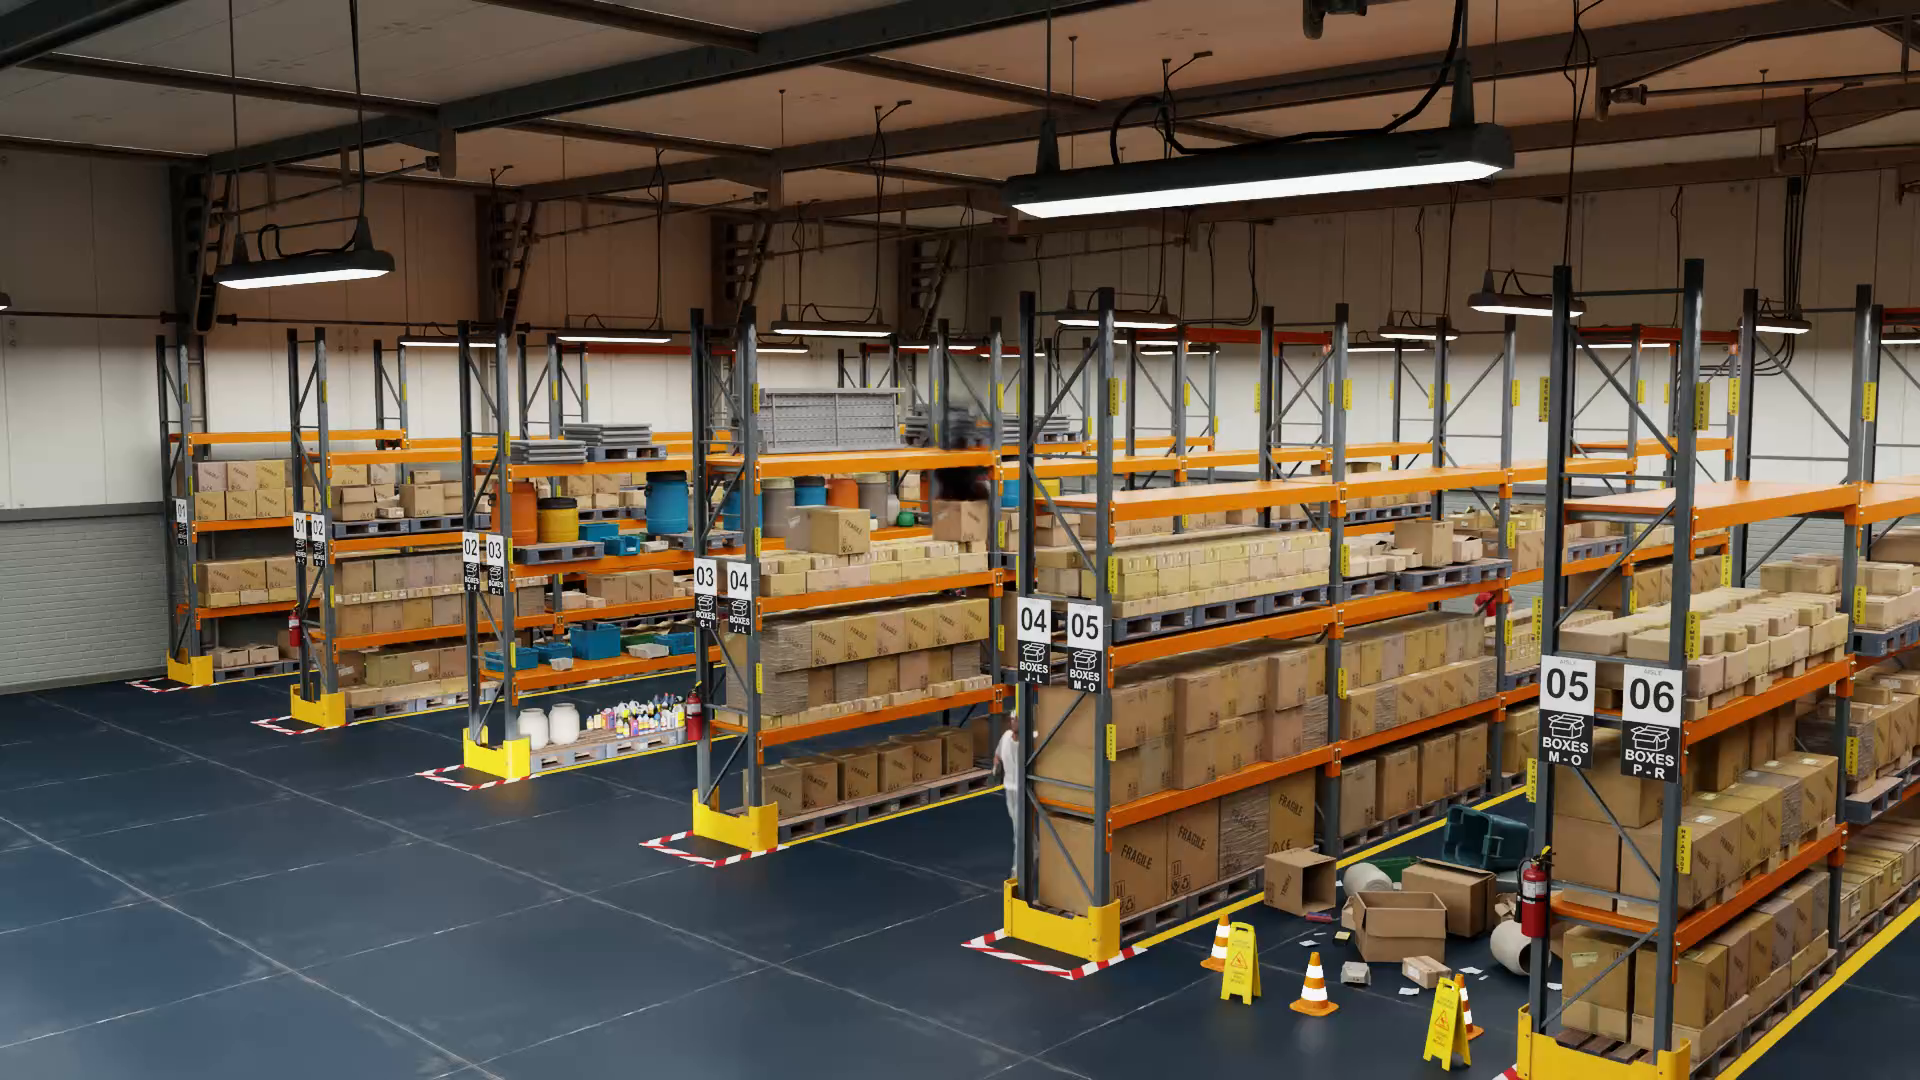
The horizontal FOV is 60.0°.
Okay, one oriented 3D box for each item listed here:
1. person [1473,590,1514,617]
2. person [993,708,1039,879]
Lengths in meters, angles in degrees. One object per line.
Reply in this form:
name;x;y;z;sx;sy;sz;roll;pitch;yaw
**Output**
person;9.706;1.521;30.062;0.717;1.718;0.642;-1;5;-11
person;0.669;2.652;17.416;0.703;1.857;0.786;4;7;40
